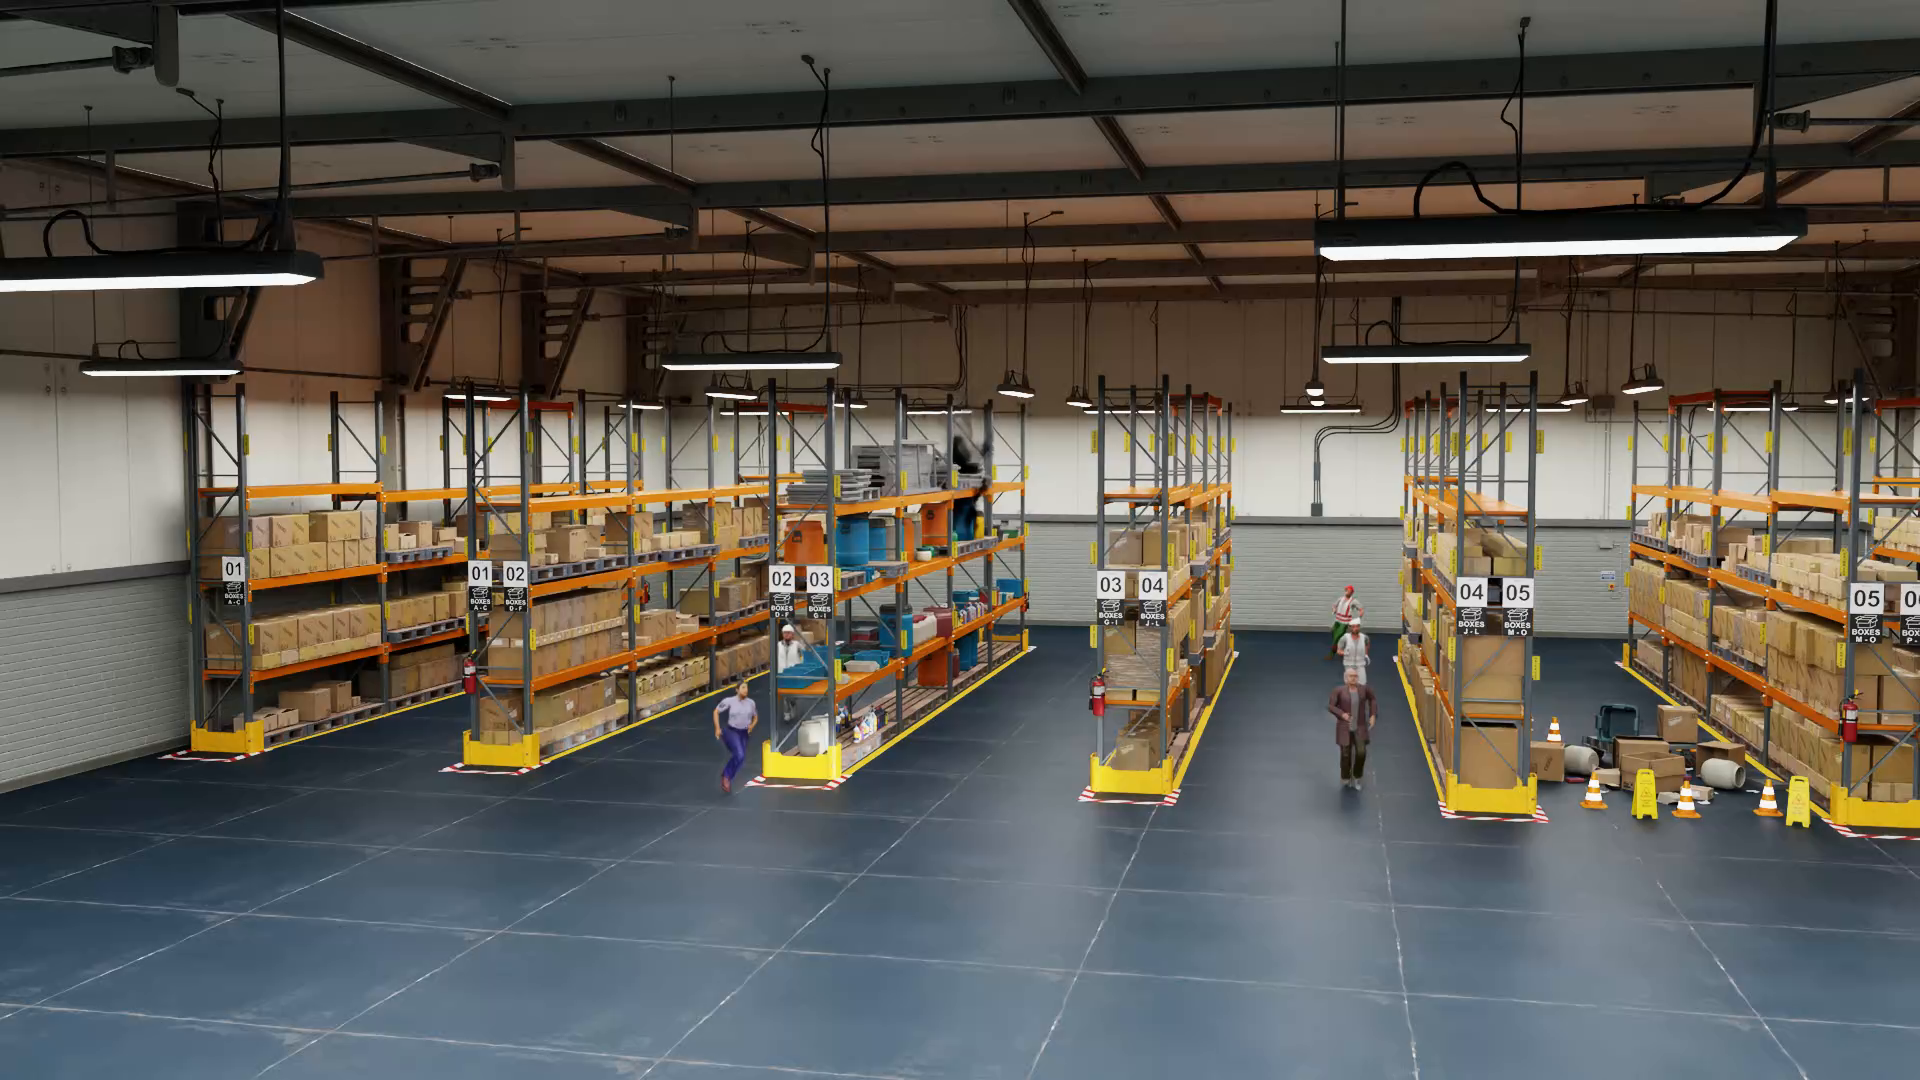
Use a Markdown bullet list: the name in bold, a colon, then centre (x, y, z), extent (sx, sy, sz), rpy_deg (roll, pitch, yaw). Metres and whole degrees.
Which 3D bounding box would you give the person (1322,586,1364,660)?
- **person**: centre (8.832, 1.919, 38.455), extent (0.945, 1.730, 0.724), rpy_deg (-2, 4, -36)

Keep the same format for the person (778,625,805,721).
- **person**: centre (-3.113, 2.415, 30.081), extent (0.668, 1.733, 0.569), rpy_deg (0, 3, 4)

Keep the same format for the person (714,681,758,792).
- **person**: centre (-3.171, 2.832, 23.958), extent (0.619, 1.581, 0.596), rpy_deg (-2, 4, -36)

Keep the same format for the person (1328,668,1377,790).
- **person**: centre (5.700, 2.798, 24.103), extent (0.732, 1.710, 0.744), rpy_deg (0, 3, 3)

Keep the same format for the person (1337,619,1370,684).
- **person**: centre (7.245, 2.342, 30.599), extent (0.607, 1.806, 0.935), rpy_deg (0, 3, 8)
